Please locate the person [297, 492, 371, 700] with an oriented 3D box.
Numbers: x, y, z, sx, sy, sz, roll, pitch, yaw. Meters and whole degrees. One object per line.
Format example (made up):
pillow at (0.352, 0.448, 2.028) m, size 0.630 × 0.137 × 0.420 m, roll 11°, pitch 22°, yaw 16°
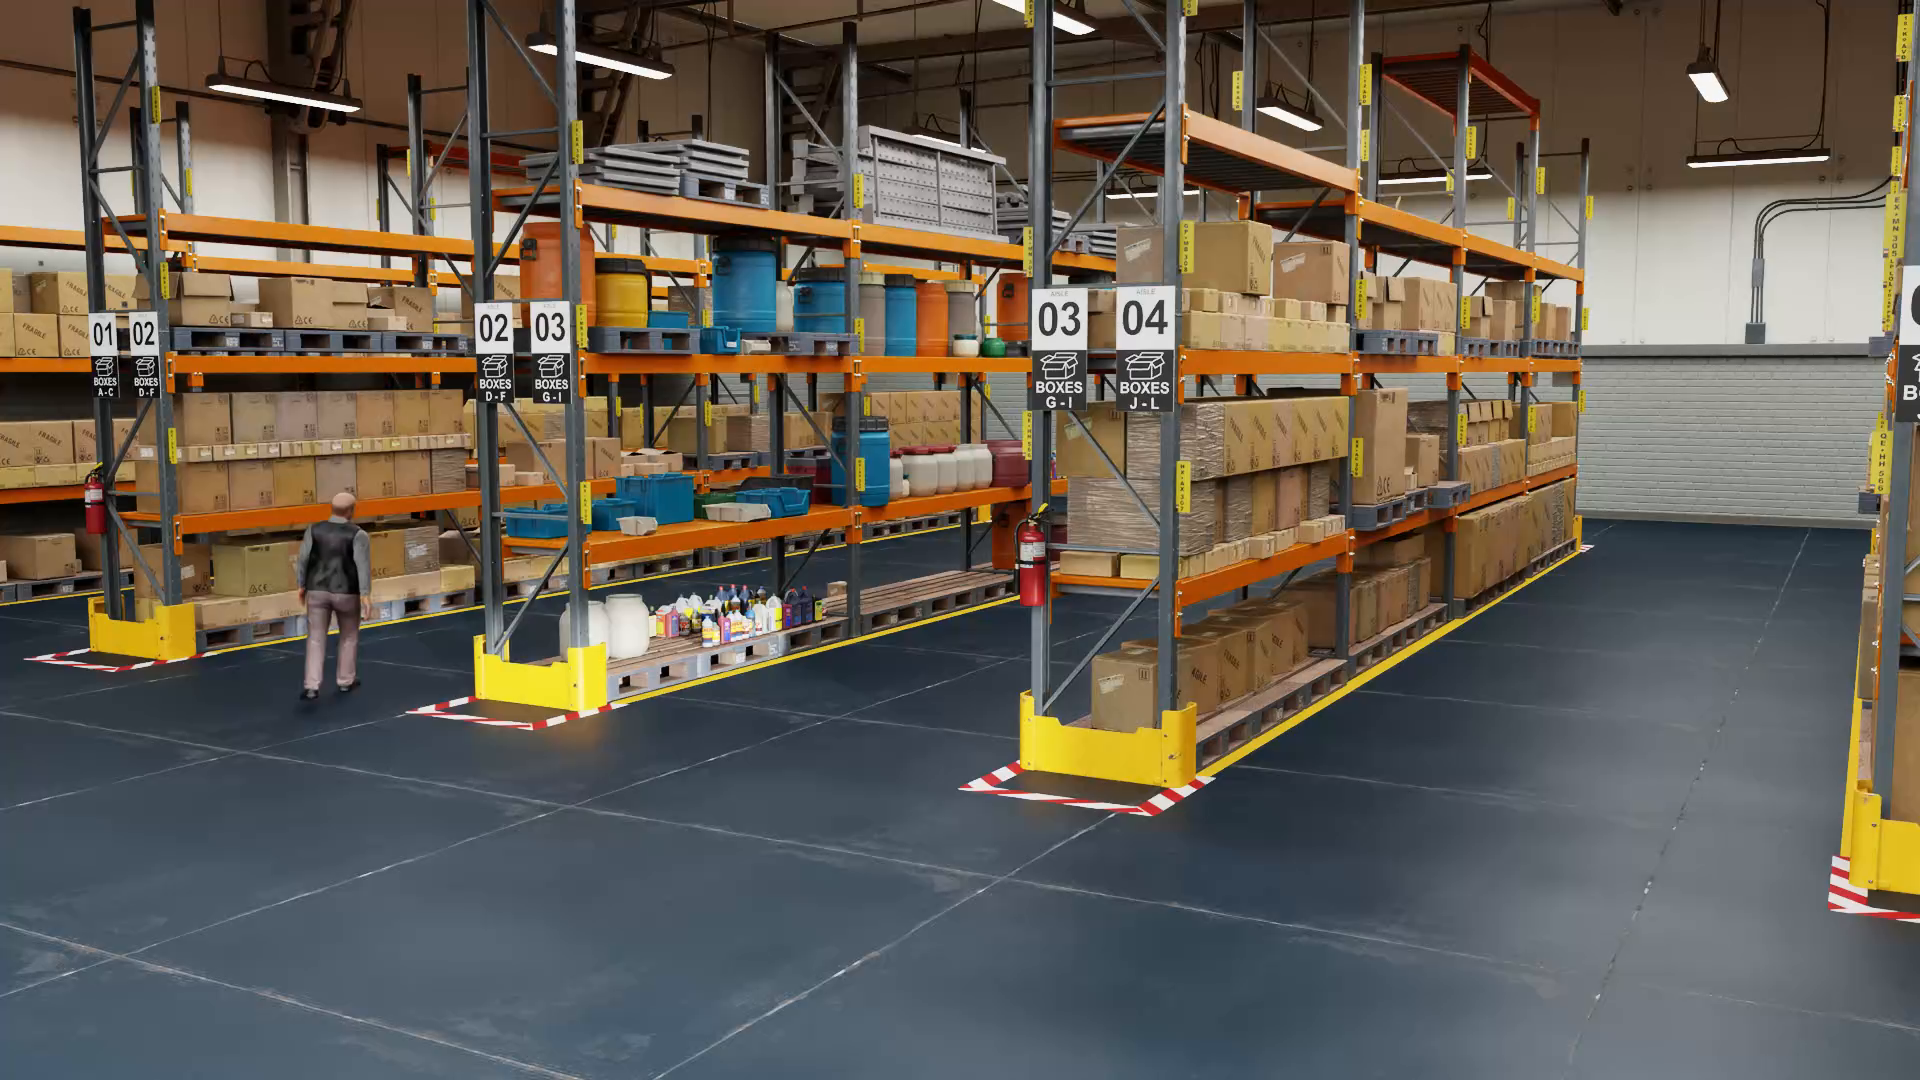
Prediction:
person at (-5.078, 0.450, 13.504) m, size 0.599 × 1.680 × 0.996 m, roll -1°, pitch 6°, yaw -13°
